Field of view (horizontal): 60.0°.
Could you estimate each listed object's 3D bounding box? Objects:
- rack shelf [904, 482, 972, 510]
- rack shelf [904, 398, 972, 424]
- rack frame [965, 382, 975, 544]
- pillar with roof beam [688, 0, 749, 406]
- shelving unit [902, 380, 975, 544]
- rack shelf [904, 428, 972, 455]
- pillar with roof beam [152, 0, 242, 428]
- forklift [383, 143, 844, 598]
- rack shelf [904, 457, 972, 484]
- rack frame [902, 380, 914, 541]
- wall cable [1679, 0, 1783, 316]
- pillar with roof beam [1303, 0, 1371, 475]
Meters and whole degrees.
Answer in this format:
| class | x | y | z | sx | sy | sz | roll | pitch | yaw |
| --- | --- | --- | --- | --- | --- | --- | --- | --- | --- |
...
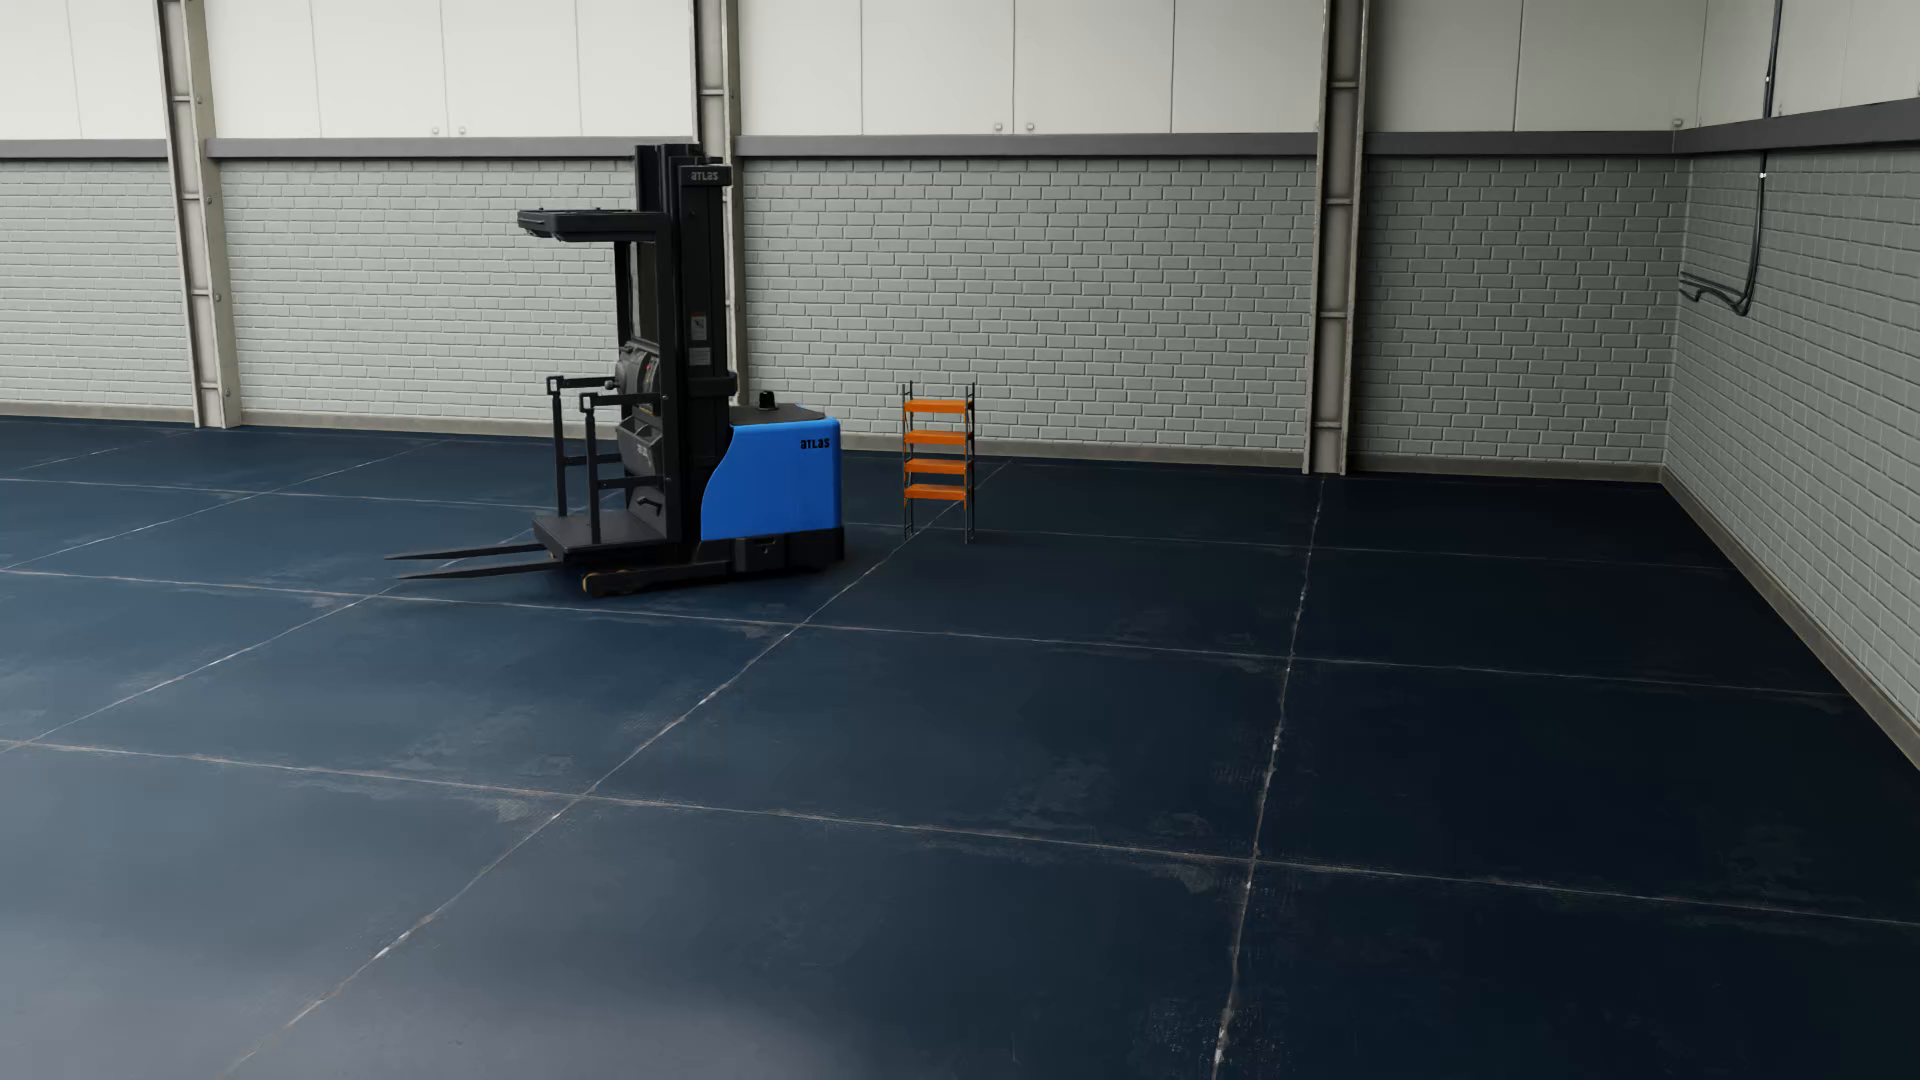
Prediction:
| class | x | y | z | sx | sy | sz | roll | pitch | yaw |
| --- | --- | --- | --- | --- | --- | --- | --- | --- | --- |
| rack shelf | -0.161 | -0.335 | 12.700 | 0.480 | 0.148 | 0.258 | 3 | 13 | 14 |
| rack shelf | -0.161 | -0.978 | 12.557 | 0.480 | 0.148 | 0.258 | 3 | 13 | 14 |
| rack frame | 0.076 | -0.582 | 12.585 | 0.015 | 1.200 | 0.240 | 3 | 13 | 14 |
| pillar with roof beam | -3.424 | -4.445 | 11.994 | 0.400 | 9.000 | 9.100 | 3 | 13 | 14 |
| shelving unit | -0.161 | -0.594 | 12.642 | 0.503 | 1.200 | 0.258 | 3 | 13 | 14 |
| rack shelf | -0.161 | -0.747 | 12.609 | 0.480 | 0.148 | 0.258 | 3 | 13 | 14 |
| pillar with roof beam | -9.249 | -4.757 | 13.398 | 0.400 | 9.000 | 9.100 | 3 | 13 | 14 |
| forklift | -2.378 | -1.179 | 11.280 | 3.031 | 2.935 | 1.130 | -6 | 14 | -25 |
| rack shelf | -0.161 | -0.529 | 12.657 | 0.480 | 0.148 | 0.258 | 3 | 13 | 14 |
| rack frame | -0.398 | -0.607 | 12.700 | 0.015 | 1.200 | 0.240 | 3 | 13 | 14 |
| wall cable | 5.976 | -3.092 | 13.065 | 0.112 | 2.526 | 3.097 | 3 | 13 | 14 |
| pillar with roof beam | 2.402 | -4.134 | 10.591 | 0.400 | 9.000 | 9.100 | 3 | 13 | 14 |
